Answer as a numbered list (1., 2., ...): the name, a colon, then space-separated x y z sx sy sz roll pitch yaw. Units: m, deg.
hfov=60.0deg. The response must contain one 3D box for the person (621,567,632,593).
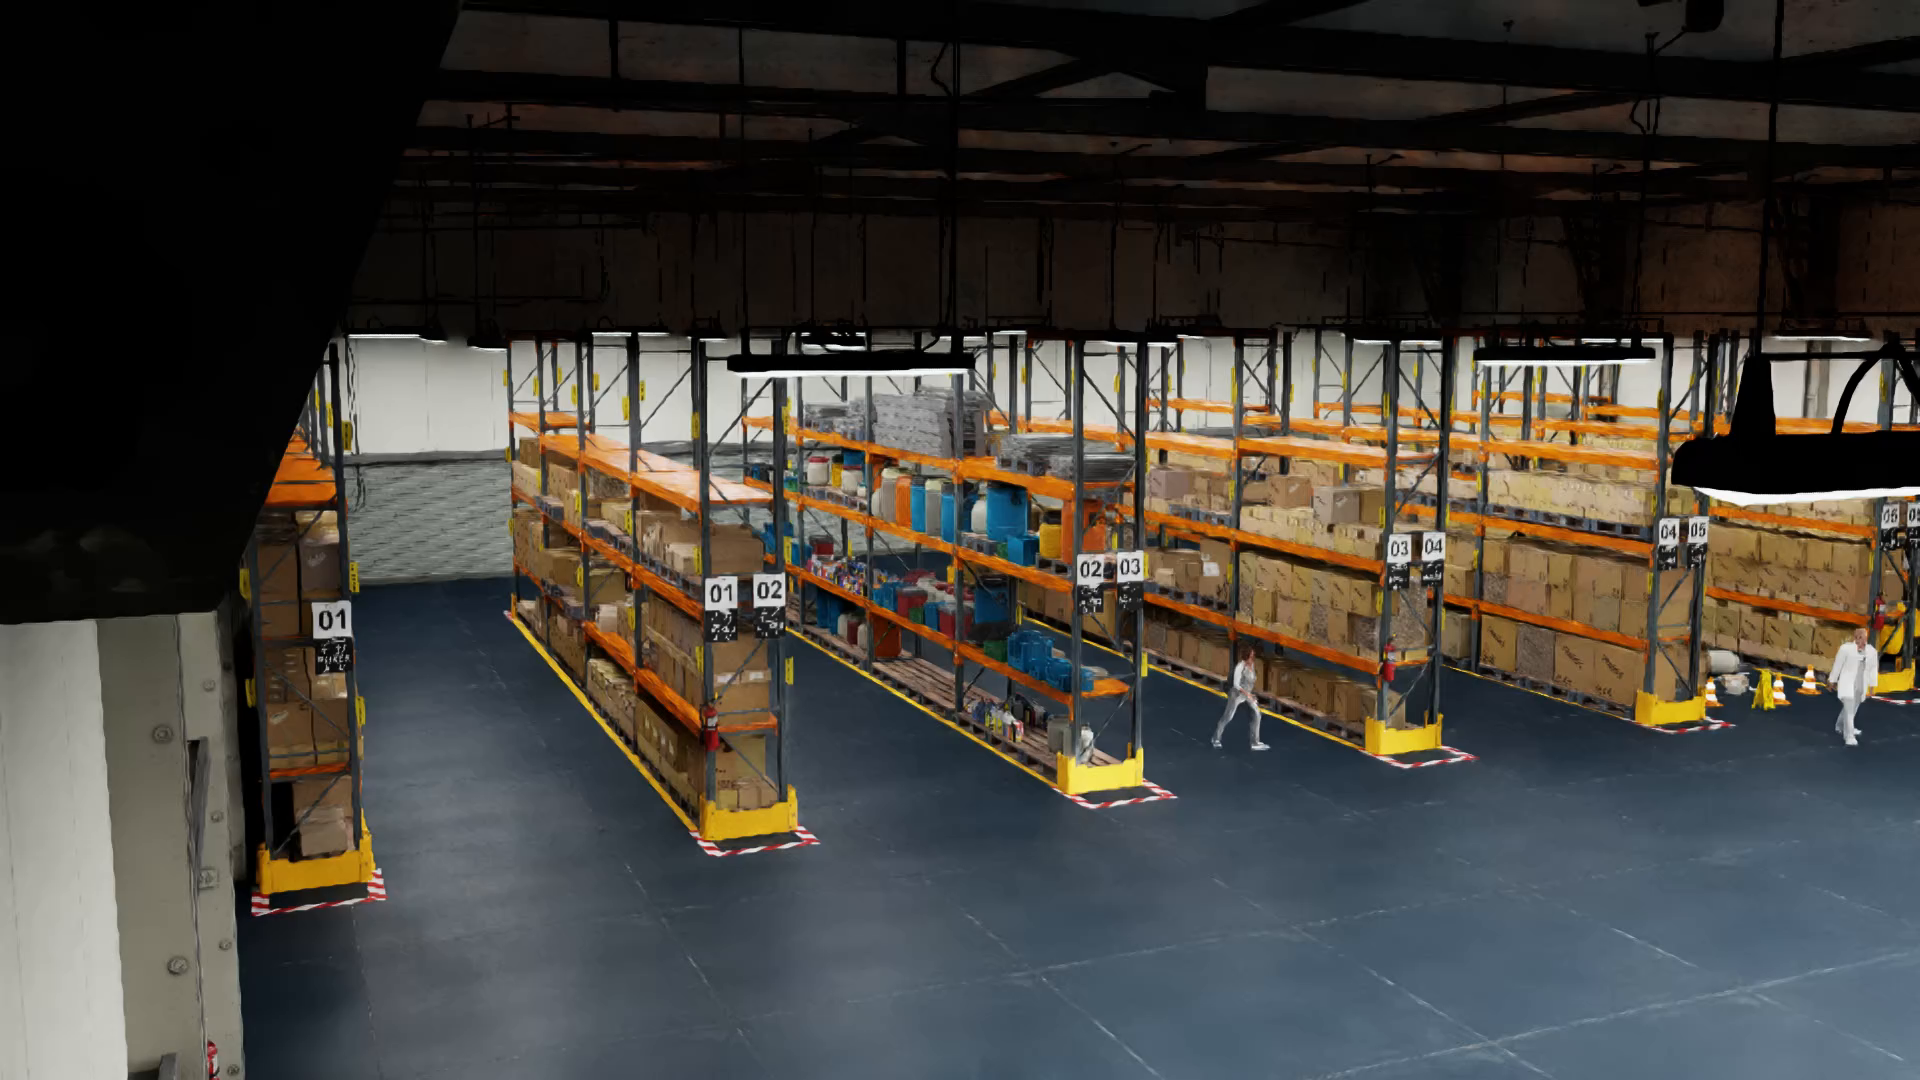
1. person: -6.914 0.739 34.522 0.437 1.786 0.644 -2 8 -14

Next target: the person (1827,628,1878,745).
1. person: 13.252 2.140 24.637 0.634 1.736 1.040 0 8 0

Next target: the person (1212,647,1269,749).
1. person: 4.074 2.288 24.195 0.561 1.512 0.788 -7 10 -40
